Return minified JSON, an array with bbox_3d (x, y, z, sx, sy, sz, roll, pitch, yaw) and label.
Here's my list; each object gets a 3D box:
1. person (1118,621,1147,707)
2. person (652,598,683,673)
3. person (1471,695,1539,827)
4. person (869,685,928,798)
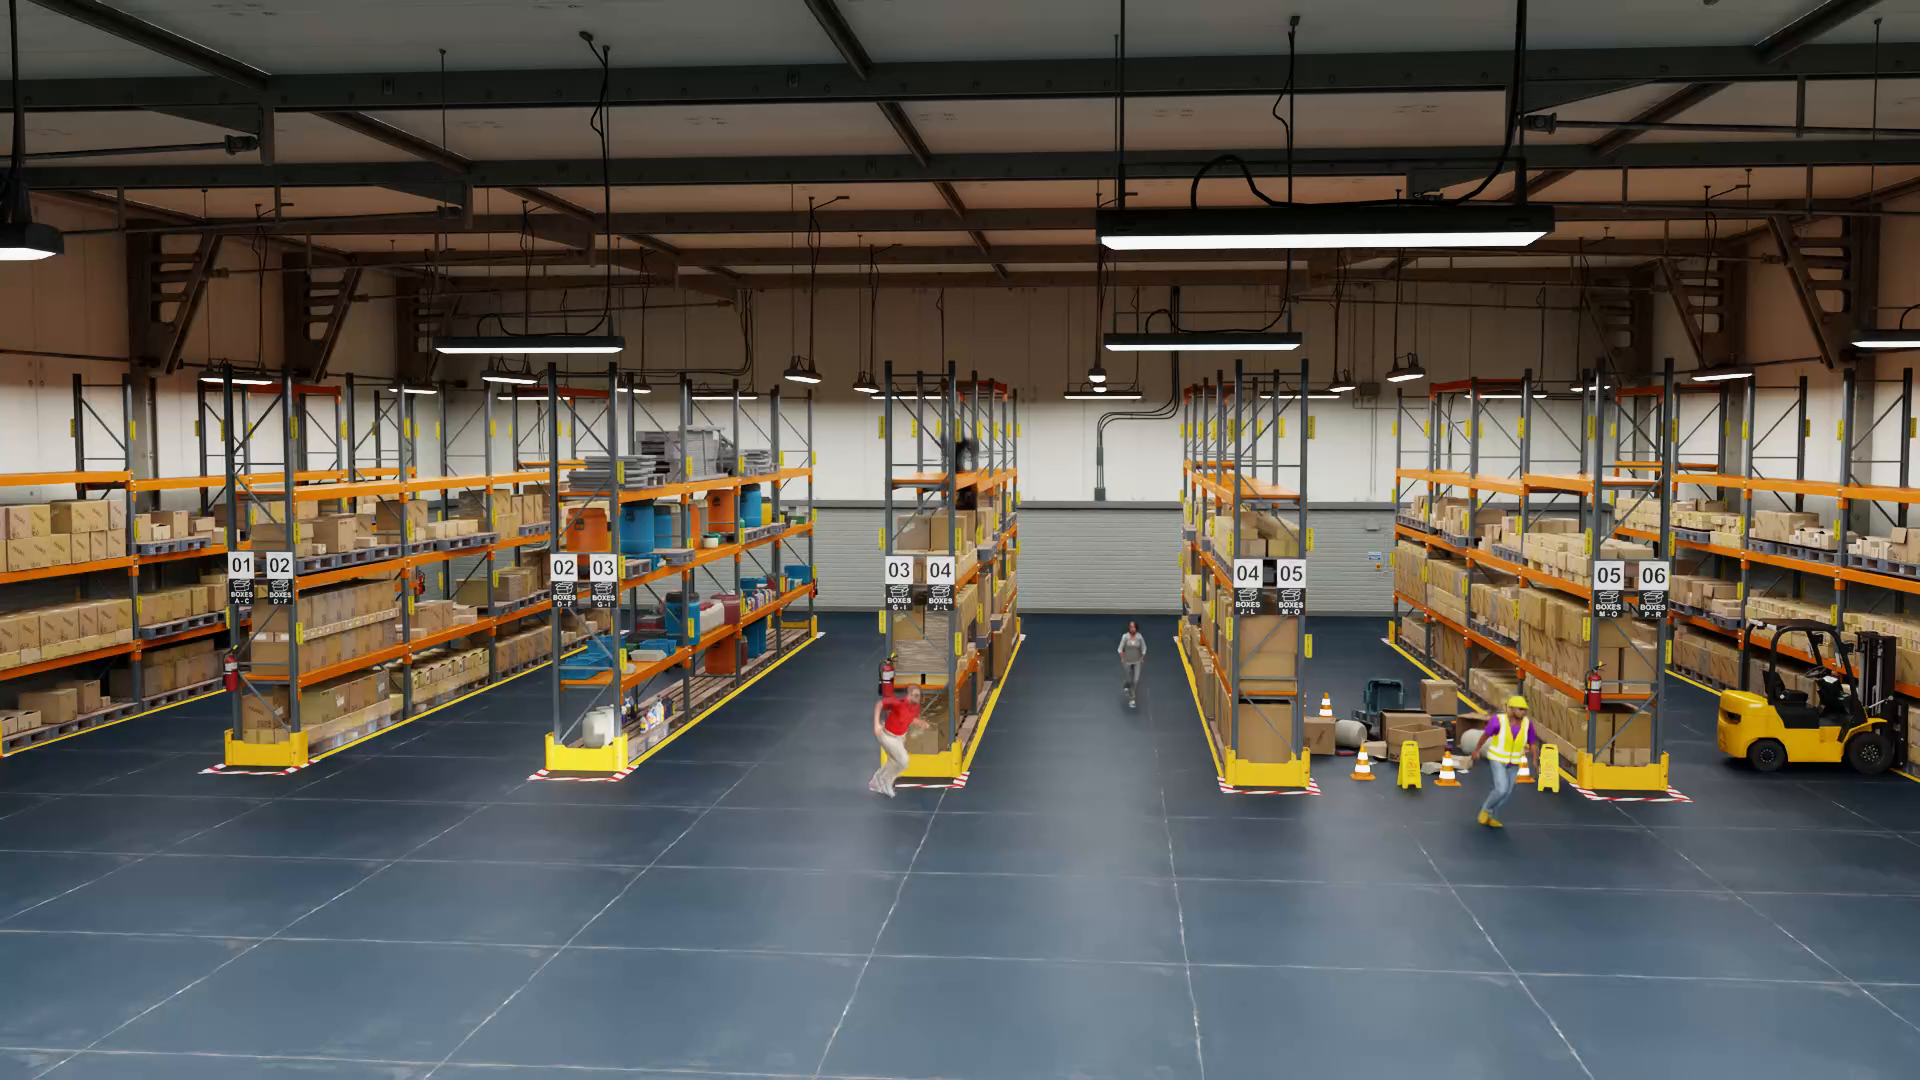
[{"bbox_3d":[3.140,2.243,30.335,0.520,1.559,0.643,0,4,-1],"label":"person"},{"bbox_3d":[-6.045,1.959,34.356,0.678,1.574,0.870,-1,4,-12],"label":"person"},{"bbox_3d":[6.856,2.772,20.826,0.660,1.702,0.731,-1,4,-12],"label":"person"},{"bbox_3d":[-0.875,2.735,22.586,0.963,1.577,0.699,3,5,34],"label":"person"}]
